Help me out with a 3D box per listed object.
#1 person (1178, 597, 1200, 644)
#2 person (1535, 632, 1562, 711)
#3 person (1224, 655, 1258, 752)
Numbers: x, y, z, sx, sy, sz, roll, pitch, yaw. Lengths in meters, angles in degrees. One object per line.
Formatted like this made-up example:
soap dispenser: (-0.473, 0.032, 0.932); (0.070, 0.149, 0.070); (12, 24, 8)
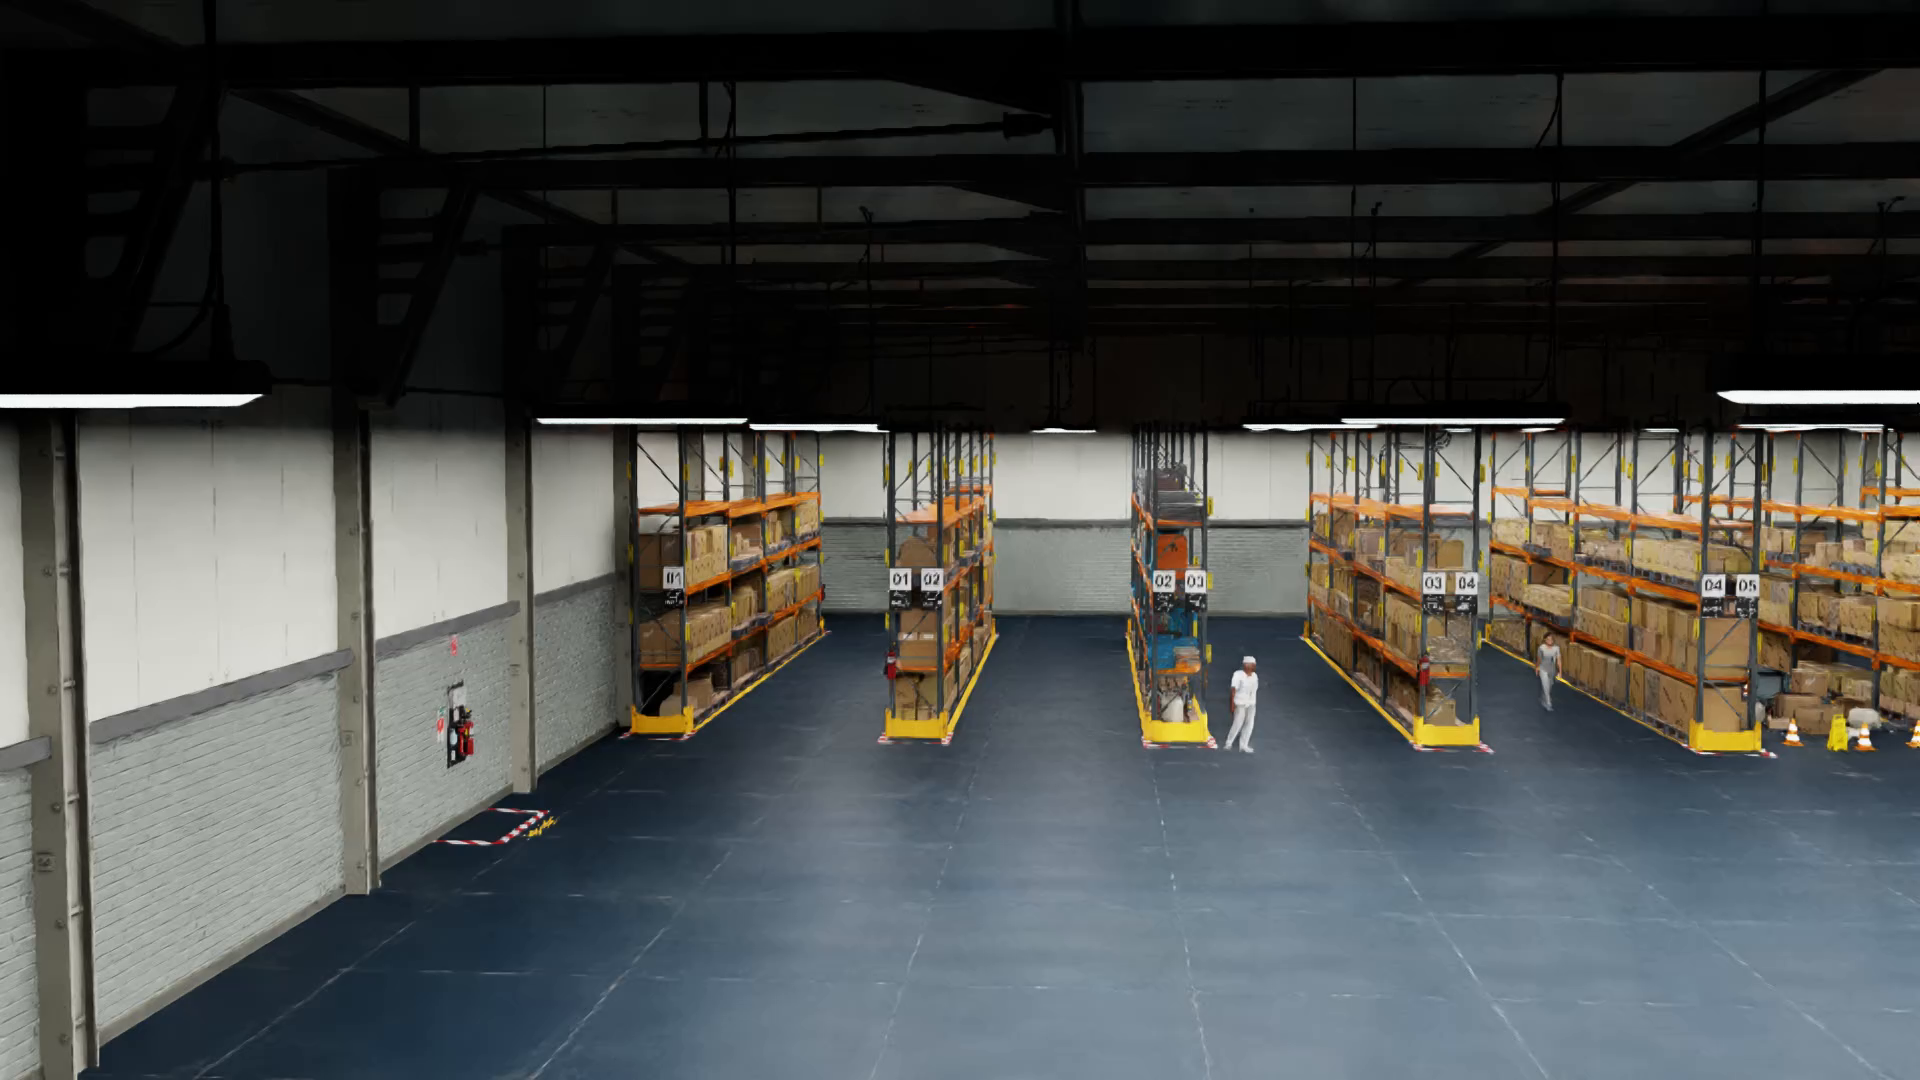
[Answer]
person: (6.027, 2.000, 45.139); (0.737, 1.719, 0.882); (-1, 4, -13)
person: (12.260, 2.722, 34.604); (0.455, 1.612, 1.019); (0, 4, 3)
person: (5.095, 2.948, 30.051); (0.610, 1.754, 0.578); (-2, 4, -31)
